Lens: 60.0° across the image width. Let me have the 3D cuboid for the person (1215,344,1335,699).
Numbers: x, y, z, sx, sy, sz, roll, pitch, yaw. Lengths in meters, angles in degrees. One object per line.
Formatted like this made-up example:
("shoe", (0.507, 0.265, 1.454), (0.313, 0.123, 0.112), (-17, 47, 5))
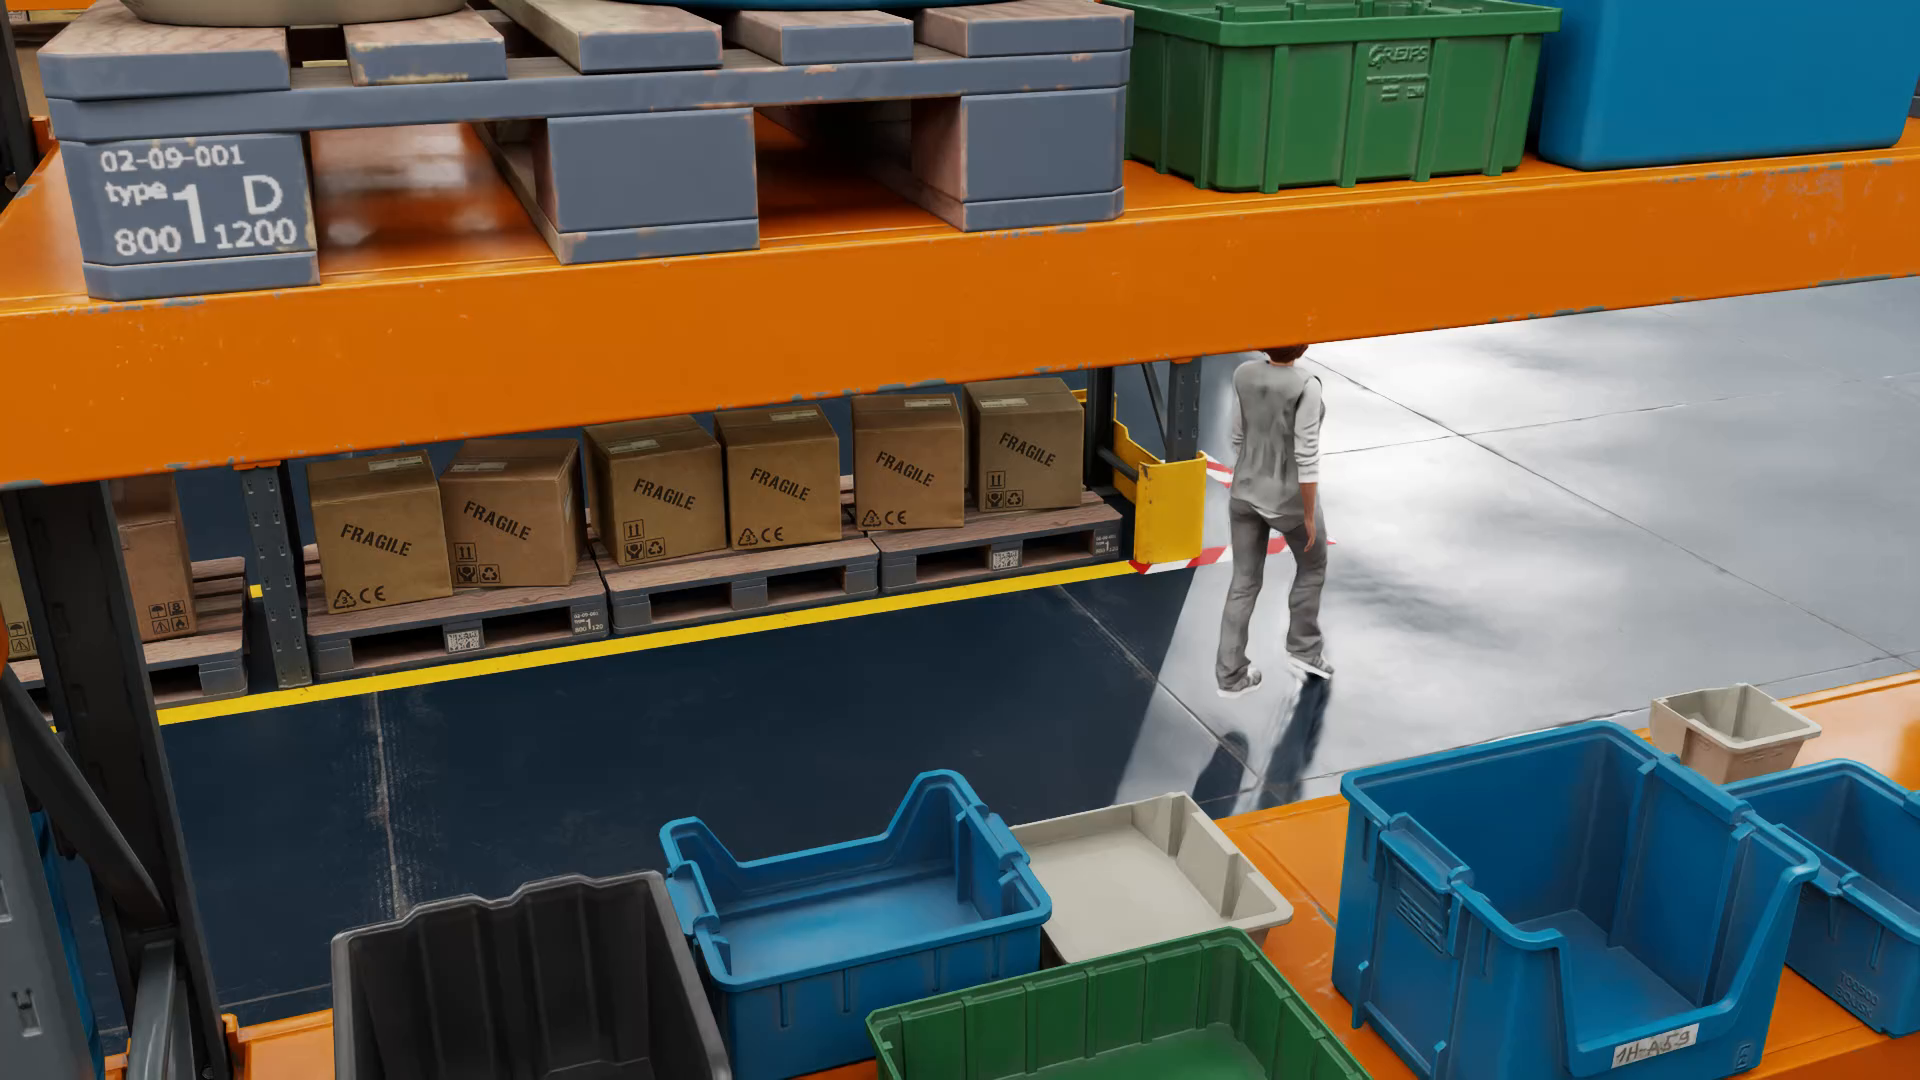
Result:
("person", (1.234, -0.139, 6.451), (0.454, 1.636, 0.643), (18, 29, 37))
